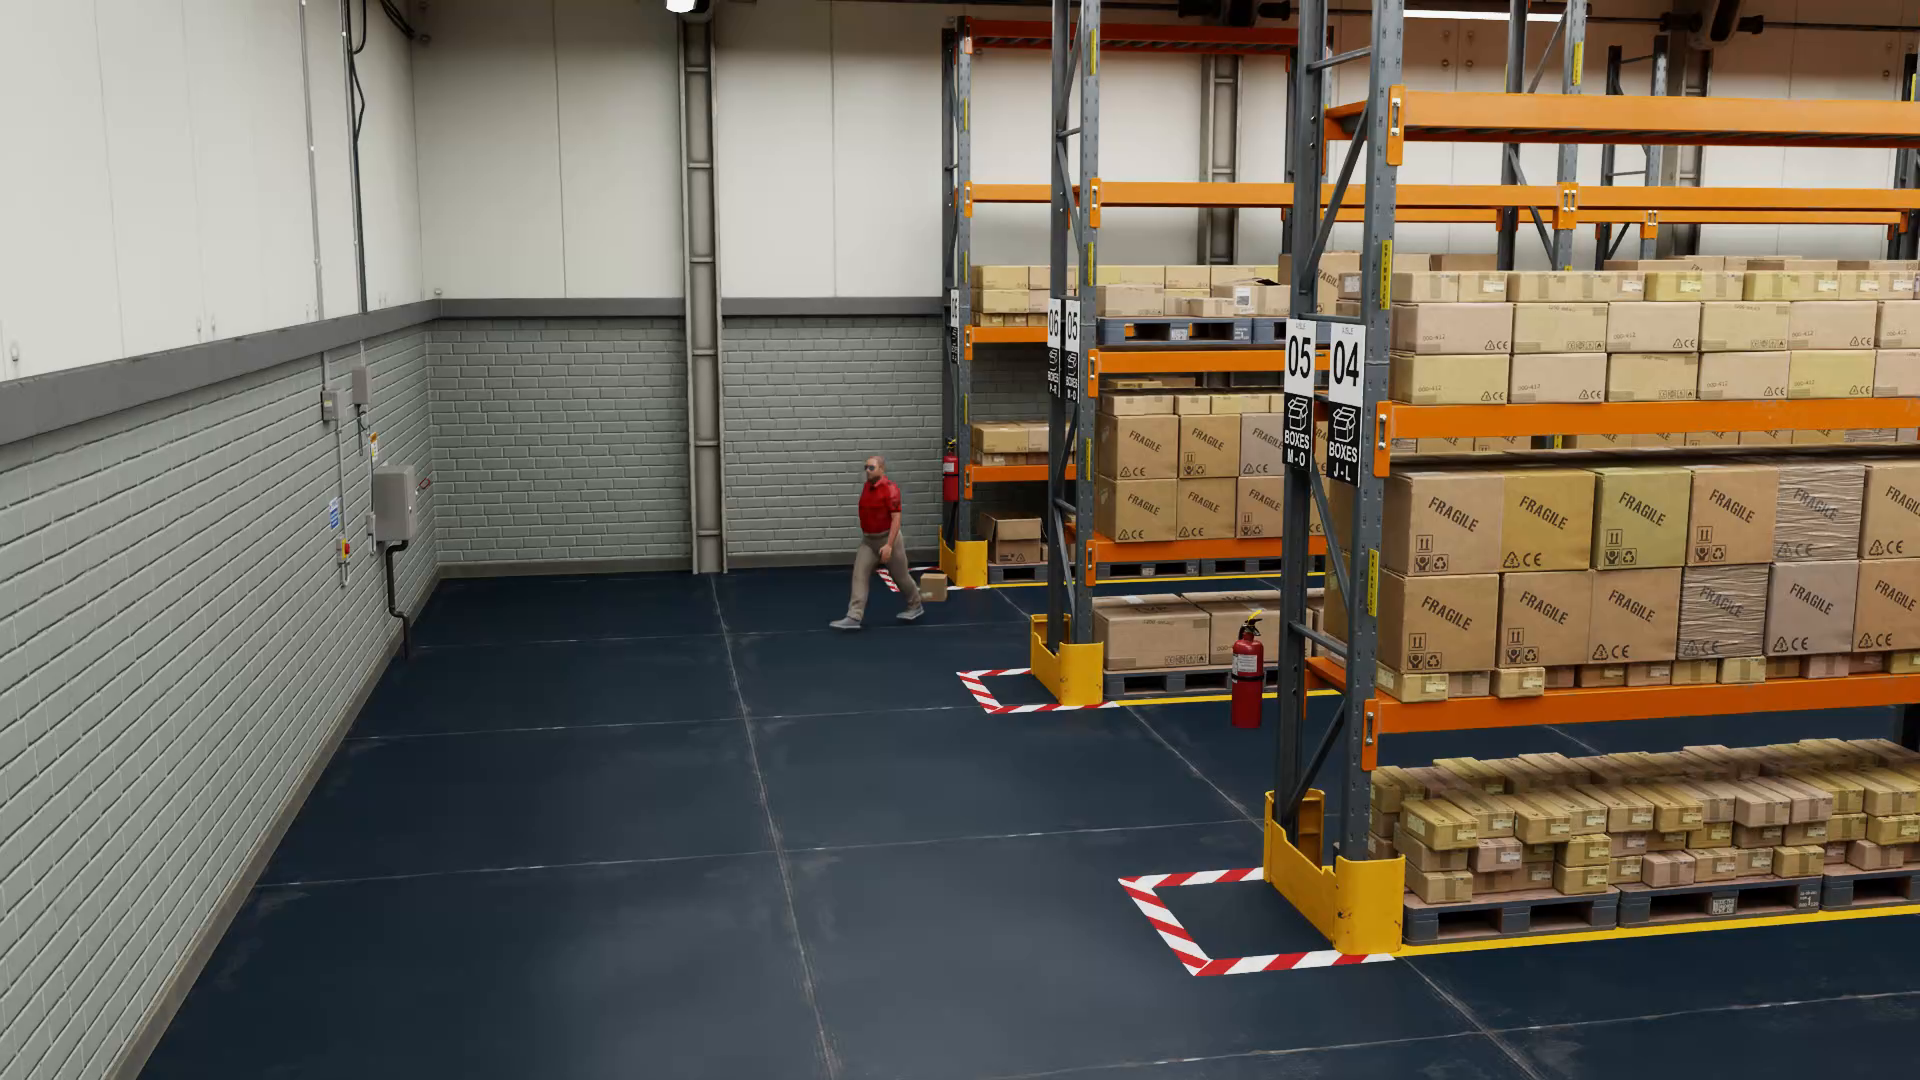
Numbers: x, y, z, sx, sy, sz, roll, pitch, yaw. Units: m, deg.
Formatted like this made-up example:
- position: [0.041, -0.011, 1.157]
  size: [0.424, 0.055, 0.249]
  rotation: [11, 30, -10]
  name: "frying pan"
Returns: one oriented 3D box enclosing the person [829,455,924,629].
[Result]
- position: [-0.768, 0.012, 15.903]
  size: [0.569, 1.661, 1.063]
  rotation: [9, 13, 42]
  name: "person"
